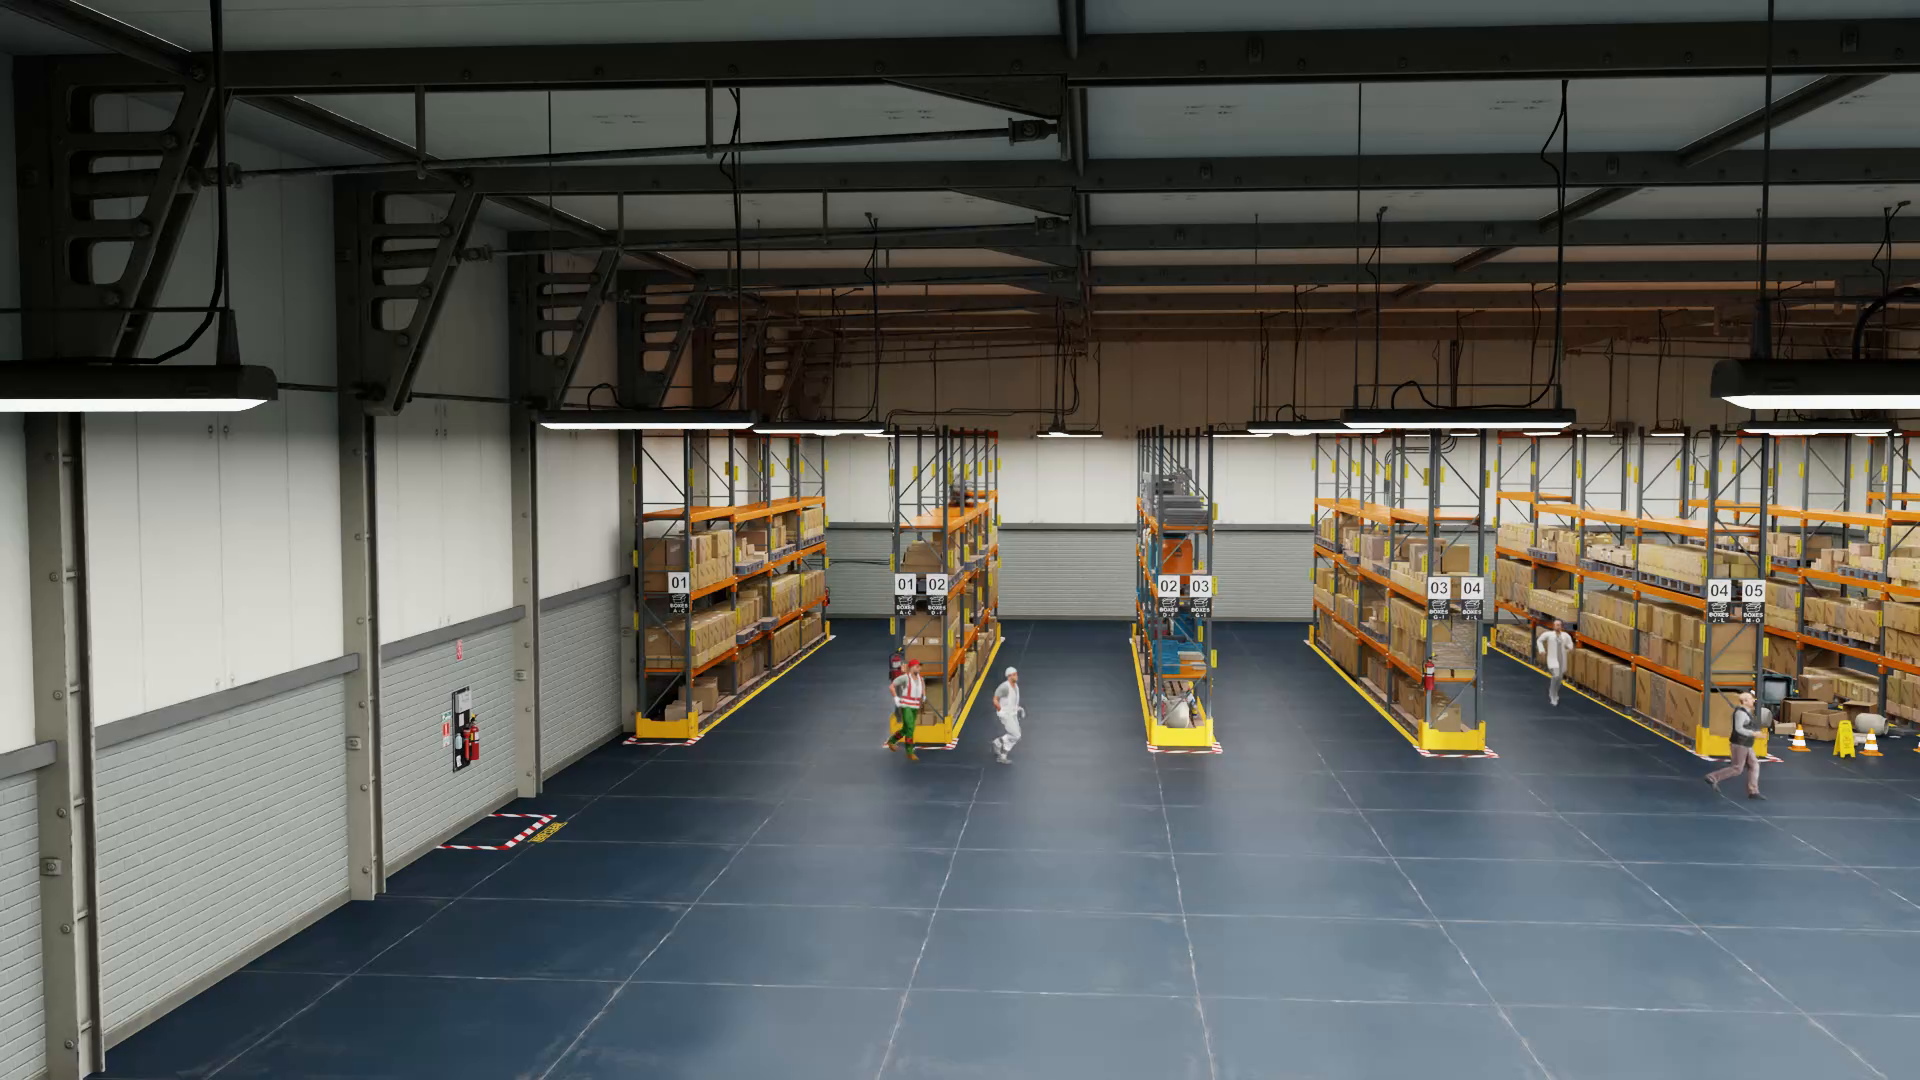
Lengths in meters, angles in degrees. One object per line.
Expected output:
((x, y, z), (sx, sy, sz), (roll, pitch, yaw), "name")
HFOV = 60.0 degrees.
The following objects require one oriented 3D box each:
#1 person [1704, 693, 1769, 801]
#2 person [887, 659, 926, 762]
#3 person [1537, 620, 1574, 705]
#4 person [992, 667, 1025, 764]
((12.389, 3.273, 26.484), (0.927, 1.709, 0.646), (2, 4, 33), "person")
((-0.906, 3.033, 30.042), (0.704, 1.770, 0.942), (-3, 5, -45), "person")
((12.987, 2.665, 36.199), (0.675, 1.846, 0.829), (0, 3, -5), "person")
((0.863, 3.097, 29.413), (0.566, 1.711, 0.623), (2, 4, 28), "person")
